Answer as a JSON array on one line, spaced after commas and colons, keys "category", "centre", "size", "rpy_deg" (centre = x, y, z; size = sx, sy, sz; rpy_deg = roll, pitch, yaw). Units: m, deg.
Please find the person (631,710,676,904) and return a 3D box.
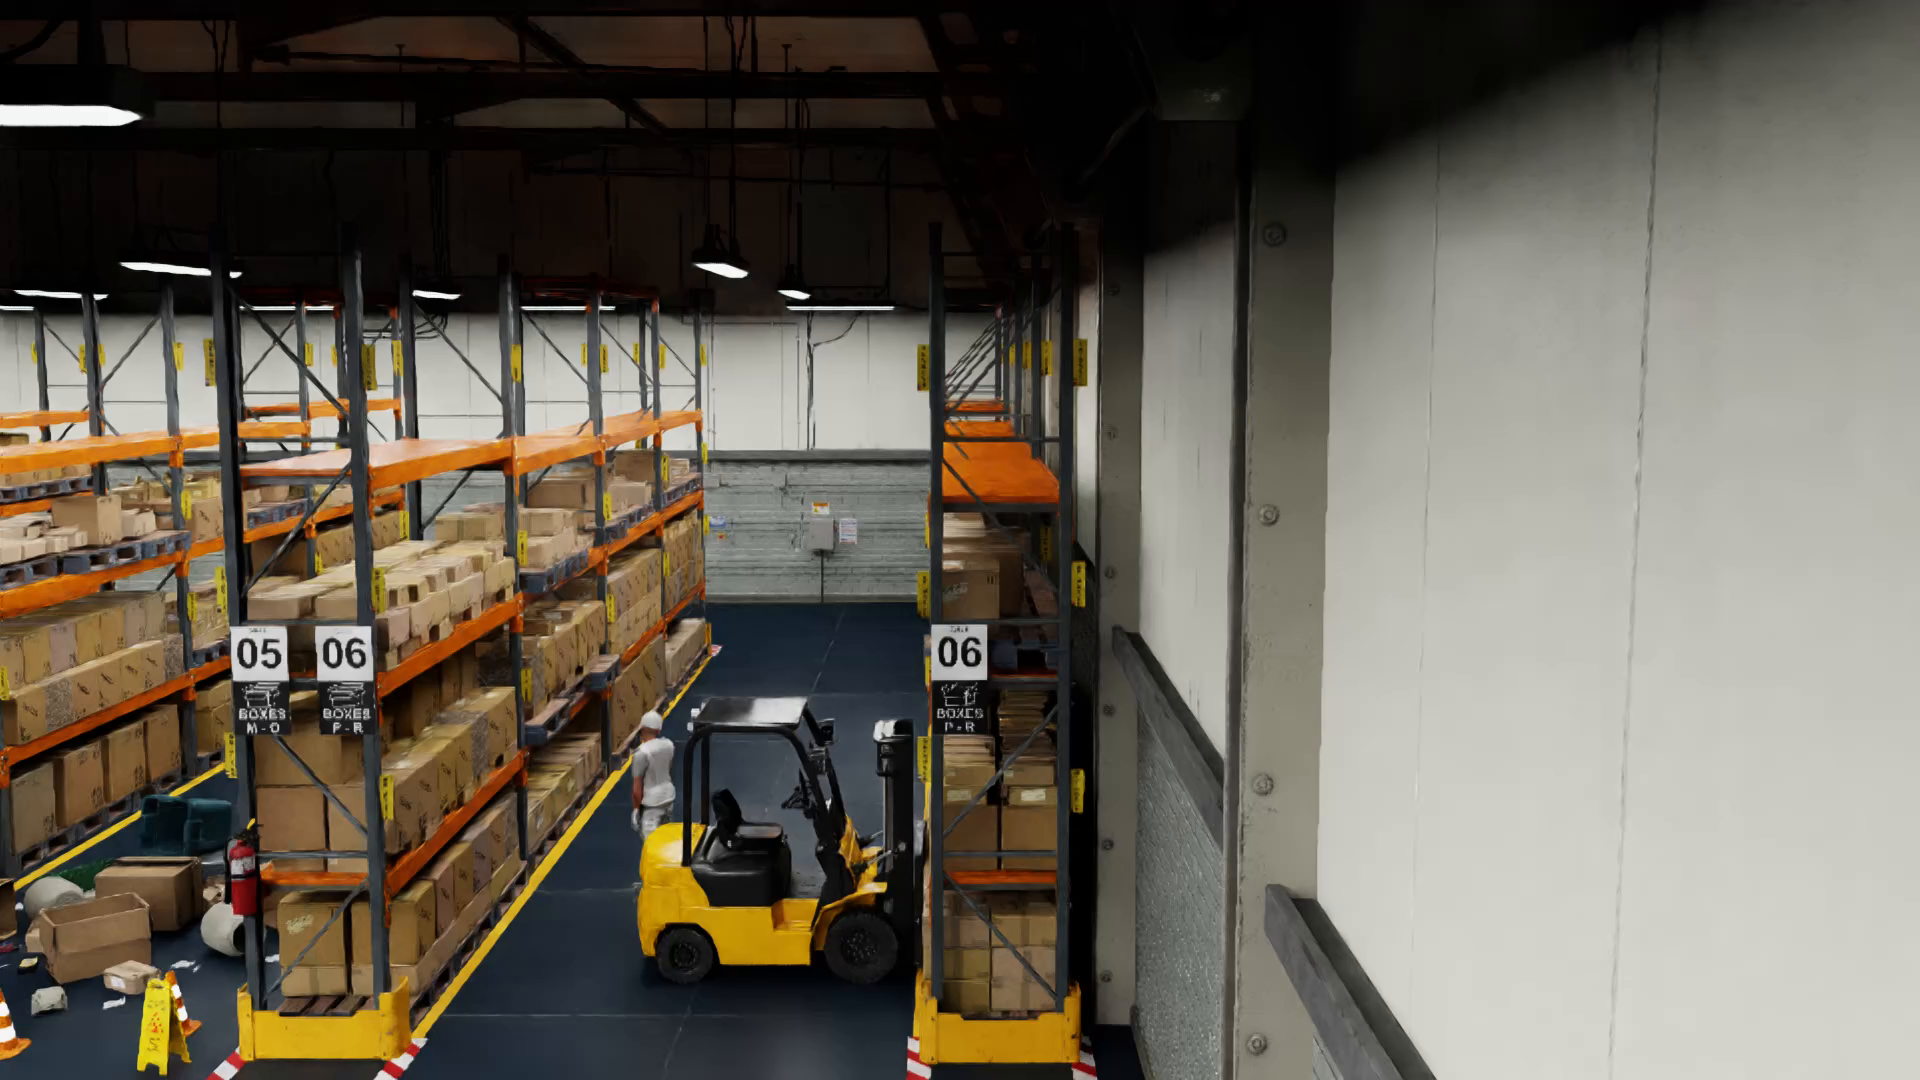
[{"category": "person", "centre": [-2.906, 2.462, 15.482], "size": [0.494, 1.786, 0.606], "rpy_deg": [4, 8, 29]}]
